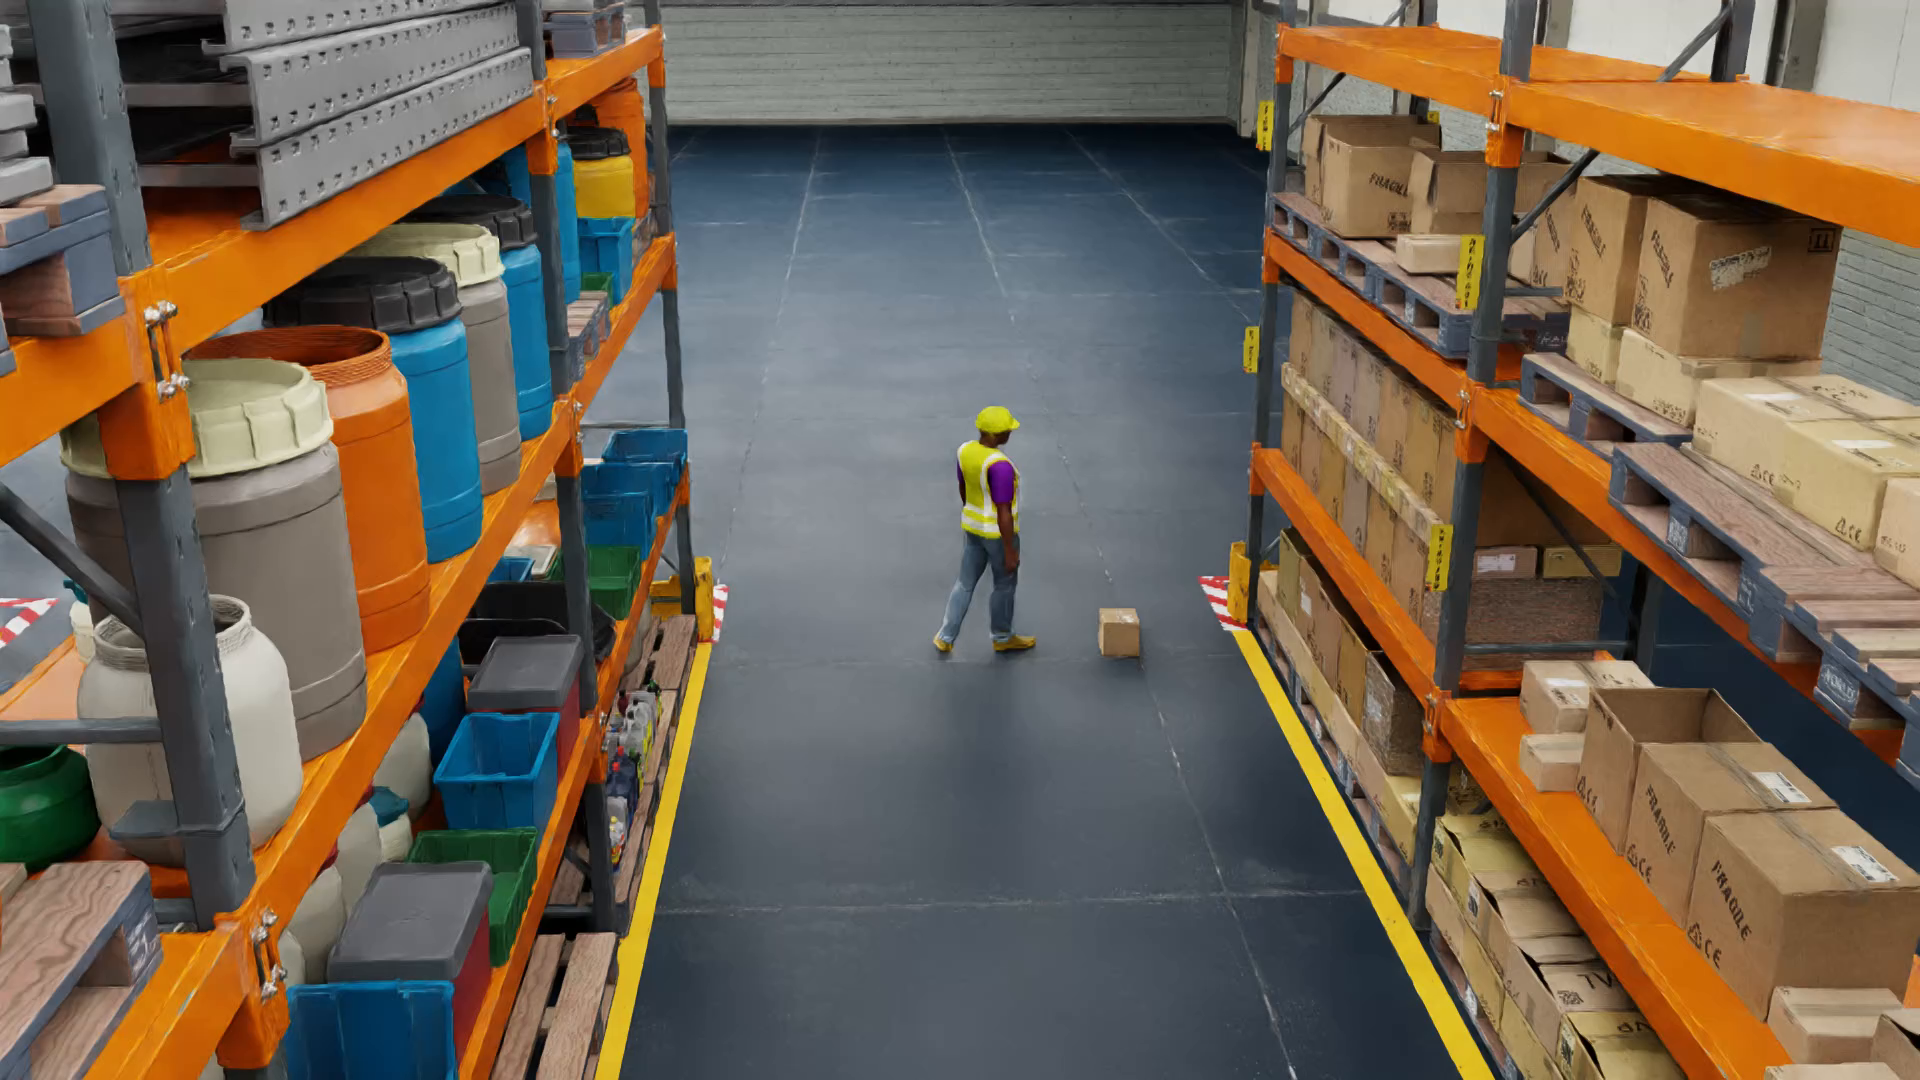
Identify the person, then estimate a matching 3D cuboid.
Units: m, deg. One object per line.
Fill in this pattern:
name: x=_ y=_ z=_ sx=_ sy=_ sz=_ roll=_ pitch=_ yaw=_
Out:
person: x=0.190 y=-0.055 z=11.200 sx=0.682 sy=1.758 sz=0.681 roll=-15 pitch=25 yaw=-34
